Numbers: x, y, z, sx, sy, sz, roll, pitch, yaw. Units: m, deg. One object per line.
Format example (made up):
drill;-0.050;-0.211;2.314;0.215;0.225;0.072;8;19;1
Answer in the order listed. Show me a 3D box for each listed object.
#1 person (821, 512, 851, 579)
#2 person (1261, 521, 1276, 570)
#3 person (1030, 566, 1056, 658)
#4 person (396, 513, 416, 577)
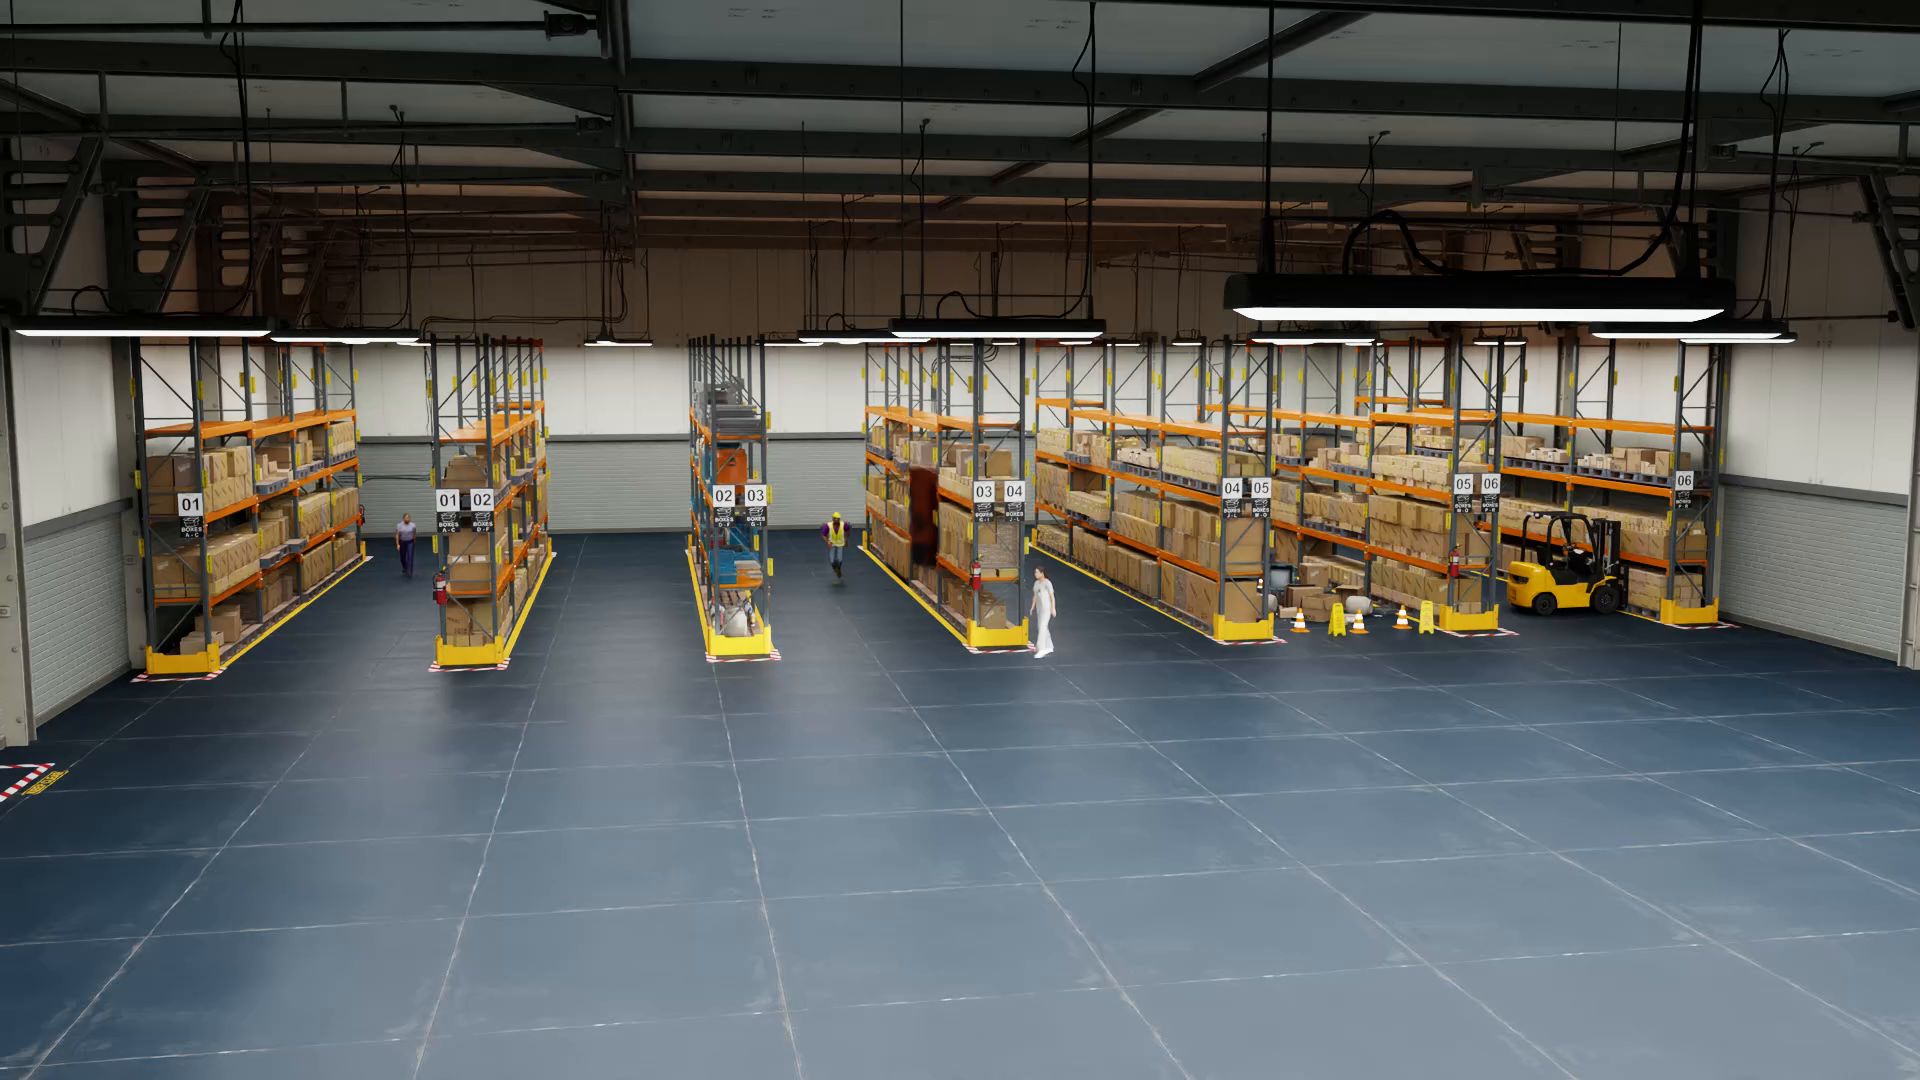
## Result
person;-3.020;0.129;40.510;0.706;1.656;0.711;0;7;-3
person;7.408;0.331;40.008;0.481;1.650;0.434;-5;8;-36
person;1.522;1.330;31.270;0.601;1.685;0.546;-4;8;-30
person;-13.989;0.105;42.004;0.458;1.587;1.043;-1;7;-11
